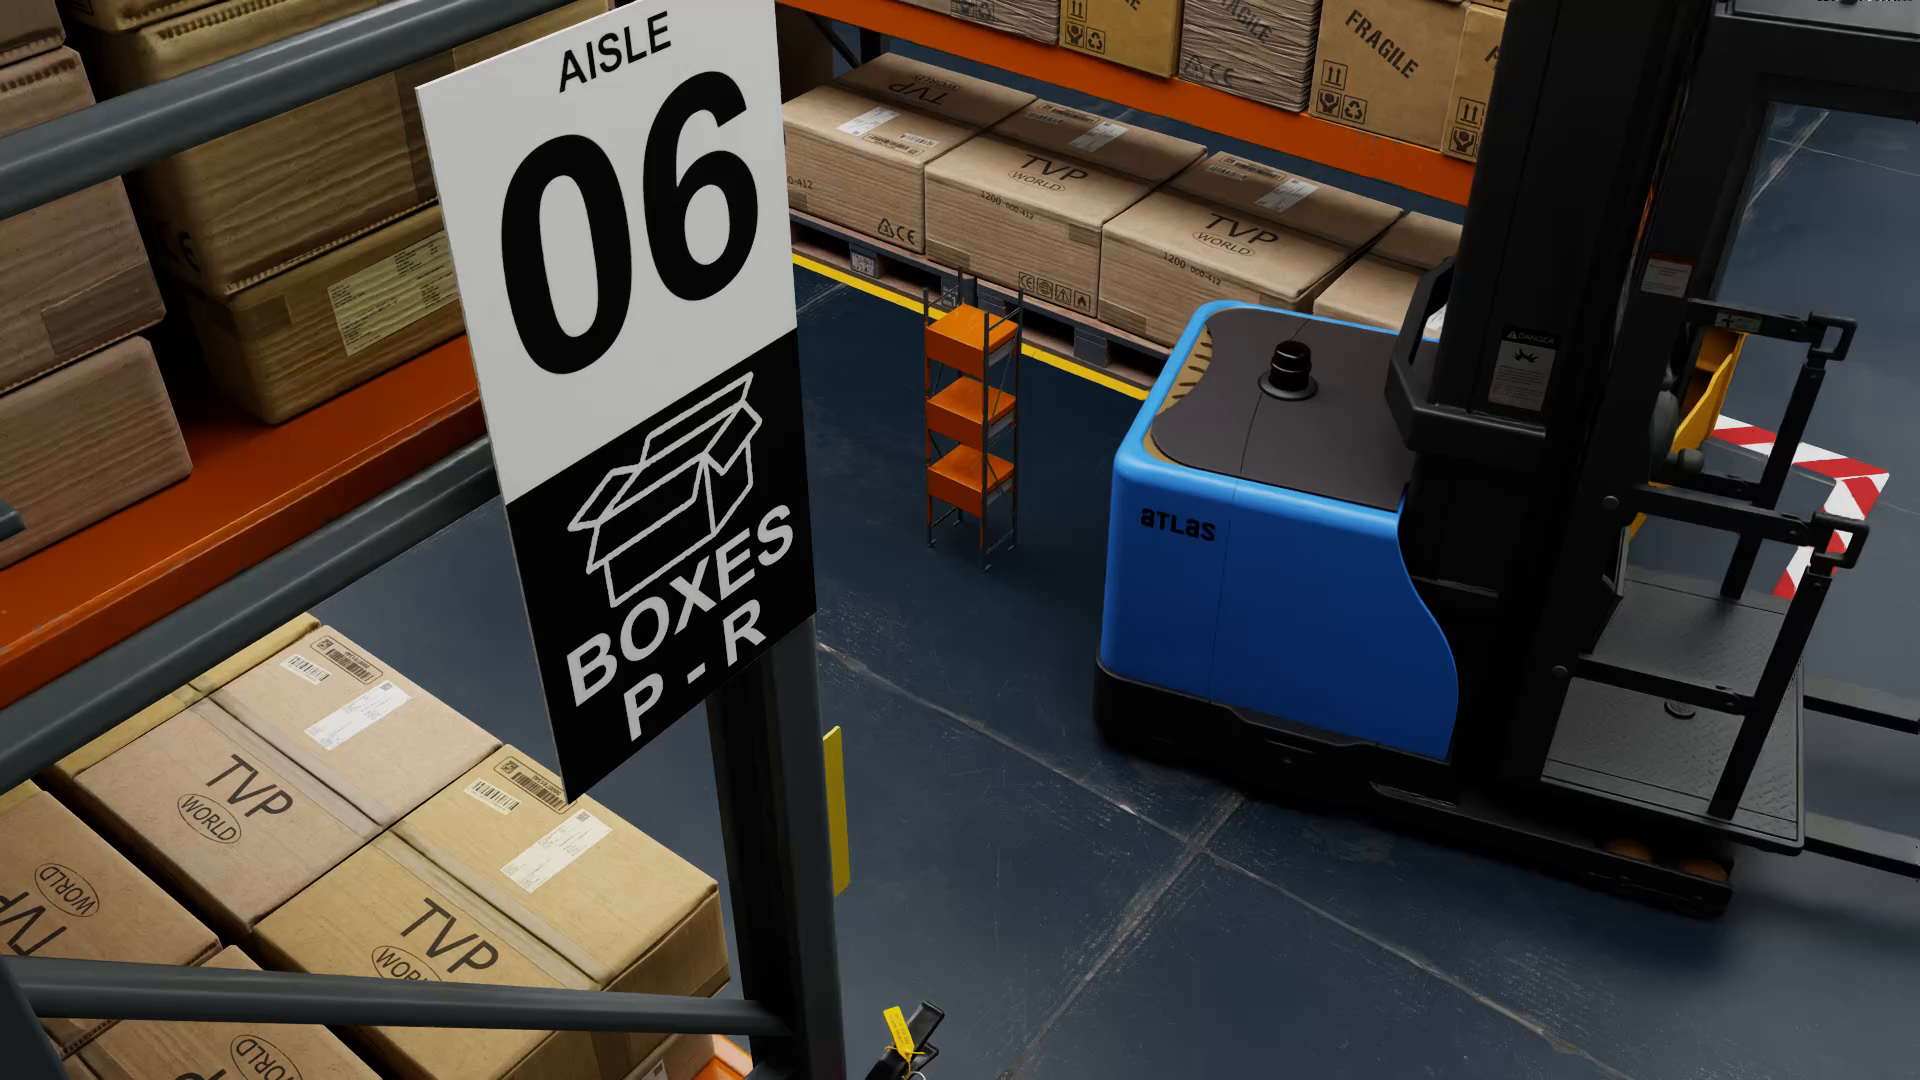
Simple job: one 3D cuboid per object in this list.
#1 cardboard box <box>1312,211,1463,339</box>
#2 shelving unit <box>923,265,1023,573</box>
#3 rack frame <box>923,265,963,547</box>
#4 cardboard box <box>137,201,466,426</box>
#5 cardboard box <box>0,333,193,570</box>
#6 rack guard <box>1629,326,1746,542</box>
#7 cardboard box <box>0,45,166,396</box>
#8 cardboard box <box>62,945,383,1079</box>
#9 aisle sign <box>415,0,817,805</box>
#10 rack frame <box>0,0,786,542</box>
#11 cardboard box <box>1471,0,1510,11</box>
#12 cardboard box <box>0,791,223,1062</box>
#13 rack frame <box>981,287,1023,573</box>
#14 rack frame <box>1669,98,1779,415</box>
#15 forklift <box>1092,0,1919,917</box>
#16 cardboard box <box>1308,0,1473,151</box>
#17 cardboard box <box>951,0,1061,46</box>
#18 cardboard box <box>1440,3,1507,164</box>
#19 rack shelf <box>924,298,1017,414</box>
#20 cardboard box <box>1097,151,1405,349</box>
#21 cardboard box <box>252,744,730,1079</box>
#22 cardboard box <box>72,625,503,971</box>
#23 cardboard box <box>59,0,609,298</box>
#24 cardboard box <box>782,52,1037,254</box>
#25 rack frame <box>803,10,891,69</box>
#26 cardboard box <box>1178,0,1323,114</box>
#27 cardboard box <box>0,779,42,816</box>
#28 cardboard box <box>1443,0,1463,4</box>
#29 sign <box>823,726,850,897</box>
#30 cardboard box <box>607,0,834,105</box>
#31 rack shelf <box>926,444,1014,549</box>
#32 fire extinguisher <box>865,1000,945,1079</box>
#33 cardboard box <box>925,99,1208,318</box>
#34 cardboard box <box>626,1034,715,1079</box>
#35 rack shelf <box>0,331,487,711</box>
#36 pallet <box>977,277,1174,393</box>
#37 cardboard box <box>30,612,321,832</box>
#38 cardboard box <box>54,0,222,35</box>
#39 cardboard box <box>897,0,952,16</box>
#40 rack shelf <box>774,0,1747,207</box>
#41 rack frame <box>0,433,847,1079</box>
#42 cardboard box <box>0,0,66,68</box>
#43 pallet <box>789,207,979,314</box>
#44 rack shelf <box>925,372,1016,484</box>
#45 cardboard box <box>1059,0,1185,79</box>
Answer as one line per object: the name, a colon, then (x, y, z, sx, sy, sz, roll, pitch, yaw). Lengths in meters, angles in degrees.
cardboard box: (1.902, -0.773, 6.296, 0.875, 0.438, 0.875, 24, 44, 27)
shelving unit: (0.042, -0.393, 5.655, 0.252, 1.050, 0.215, 25, 45, 29)
rack frame: (-0.054, -0.439, 5.713, 0.008, 1.050, 0.200, 25, 45, 29)
cardboard box: (-0.637, -0.302, 1.727, 0.250, 0.149, 0.380, 26, 45, 29)
cardboard box: (-0.920, -0.075, 1.438, 0.250, 0.149, 0.380, 27, 45, 30)
rack guard: (2.506, -0.425, 6.142, 0.348, 0.500, 1.175, 25, 45, 29)
cardboard box: (-1.044, -0.259, 1.349, 0.500, 0.250, 0.500, 24, 44, 28)
cardboard box: (-1.052, 0.913, 2.285, 0.500, 0.250, 0.500, 27, 45, 30)
aisle sign: (-0.293, -0.129, 1.626, 0.004, 0.787, 0.394, 25, 45, 29)
rack frame: (-0.525, -1.349, 0.427, 0.127, 3.000, 1.000, 25, 45, 29)
cardboard box: (1.960, -1.916, 5.125, 0.500, 0.500, 0.500, 27, 45, 30)
cardboard box: (-1.461, 0.719, 2.533, 0.500, 0.250, 0.500, 25, 45, 29)
rack frame: (0.139, -0.348, 5.596, 0.008, 1.050, 0.200, 25, 45, 29)
rack frame: (2.487, -1.419, 5.383, 0.127, 3.000, 1.000, 25, 45, 29)
forklift: (1.982, -0.475, 4.234, 3.031, 2.935, 1.130, 14, 40, 17)
cardboard box: (1.554, -1.704, 5.667, 0.500, 0.500, 0.500, 24, 44, 28)
cardboard box: (0.312, -2.272, 6.392, 0.500, 0.500, 0.500, 26, 45, 29)
cardboard box: (1.943, -1.509, 5.417, 0.500, 0.500, 0.500, 26, 45, 29)
rack shelf: (0.042, -0.608, 5.486, 0.240, 0.259, 0.215, 25, 45, 29)
cardboard box: (1.170, -1.112, 6.729, 0.875, 0.438, 0.875, 27, 45, 30)
cardboard box: (-0.722, 0.653, 2.617, 0.500, 0.250, 0.500, 25, 45, 29)
cardboard box: (-1.123, 0.465, 2.858, 0.500, 0.250, 0.500, 26, 45, 29)
cardboard box: (-0.712, -0.526, 1.690, 0.500, 0.250, 0.500, 25, 44, 28)
cardboard box: (-0.256, -1.785, 7.589, 0.875, 0.438, 0.875, 25, 44, 28)
rack frame: (-0.690, -2.917, 7.296, 0.127, 3.000, 1.000, 25, 45, 29)
cardboard box: (1.139, -1.892, 5.906, 0.500, 0.500, 0.500, 27, 45, 30)
cardboard box: (-1.851, 0.531, 2.772, 0.500, 0.250, 0.500, 27, 45, 30)
cardboard box: (1.527, -2.097, 5.357, 0.500, 0.500, 0.500, 25, 45, 29)
sign: (-0.196, 0.407, 2.349, 0.005, 0.325, 0.100, 25, 45, 29)
cardboard box: (-1.231, -2.438, 8.068, 0.875, 0.875, 0.875, 27, 45, 30)
rack shelf: (0.043, -0.166, 5.833, 0.240, 0.259, 0.215, 25, 45, 29)
fire extinguisher: (-0.128, 1.019, 2.634, 0.183, 0.674, 0.296, 25, 45, 29)
cardboard box: (0.455, -1.451, 7.161, 0.875, 0.438, 0.875, 24, 44, 27)
cardboard box: (-0.620, 0.855, 2.683, 0.250, 0.149, 0.380, 25, 44, 28)
rack shelf: (-2.114, -0.634, 2.530, 4.000, 0.370, 1.077, 25, 45, 29)
pallet: (0.840, -1.039, 7.160, 1.213, 0.211, 1.003, 25, 45, 29)
cardboard box: (-1.527, 0.276, 3.098, 0.500, 0.250, 0.500, 24, 44, 28)
cardboard box: (-0.725, -0.712, 1.522, 0.500, 0.250, 0.500, 25, 44, 28)
cardboard box: (-0.079, -2.462, 6.634, 0.500, 0.500, 0.500, 26, 45, 29)
rack shelf: (0.899, -1.884, 6.561, 4.000, 0.370, 1.077, 25, 45, 29)
rack frame: (-0.525, 1.013, 2.277, 0.127, 3.000, 1.000, 25, 45, 29)
cardboard box: (-1.048, -0.452, 1.190, 0.500, 0.250, 0.500, 24, 44, 27)
pallet: (-0.133, -1.496, 7.743, 1.213, 0.211, 1.003, 25, 45, 29)
rack shelf: (0.042, -0.385, 5.661, 0.240, 0.259, 0.215, 25, 45, 29)
cardboard box: (0.721, -2.079, 6.145, 0.500, 0.500, 0.500, 27, 45, 30)
